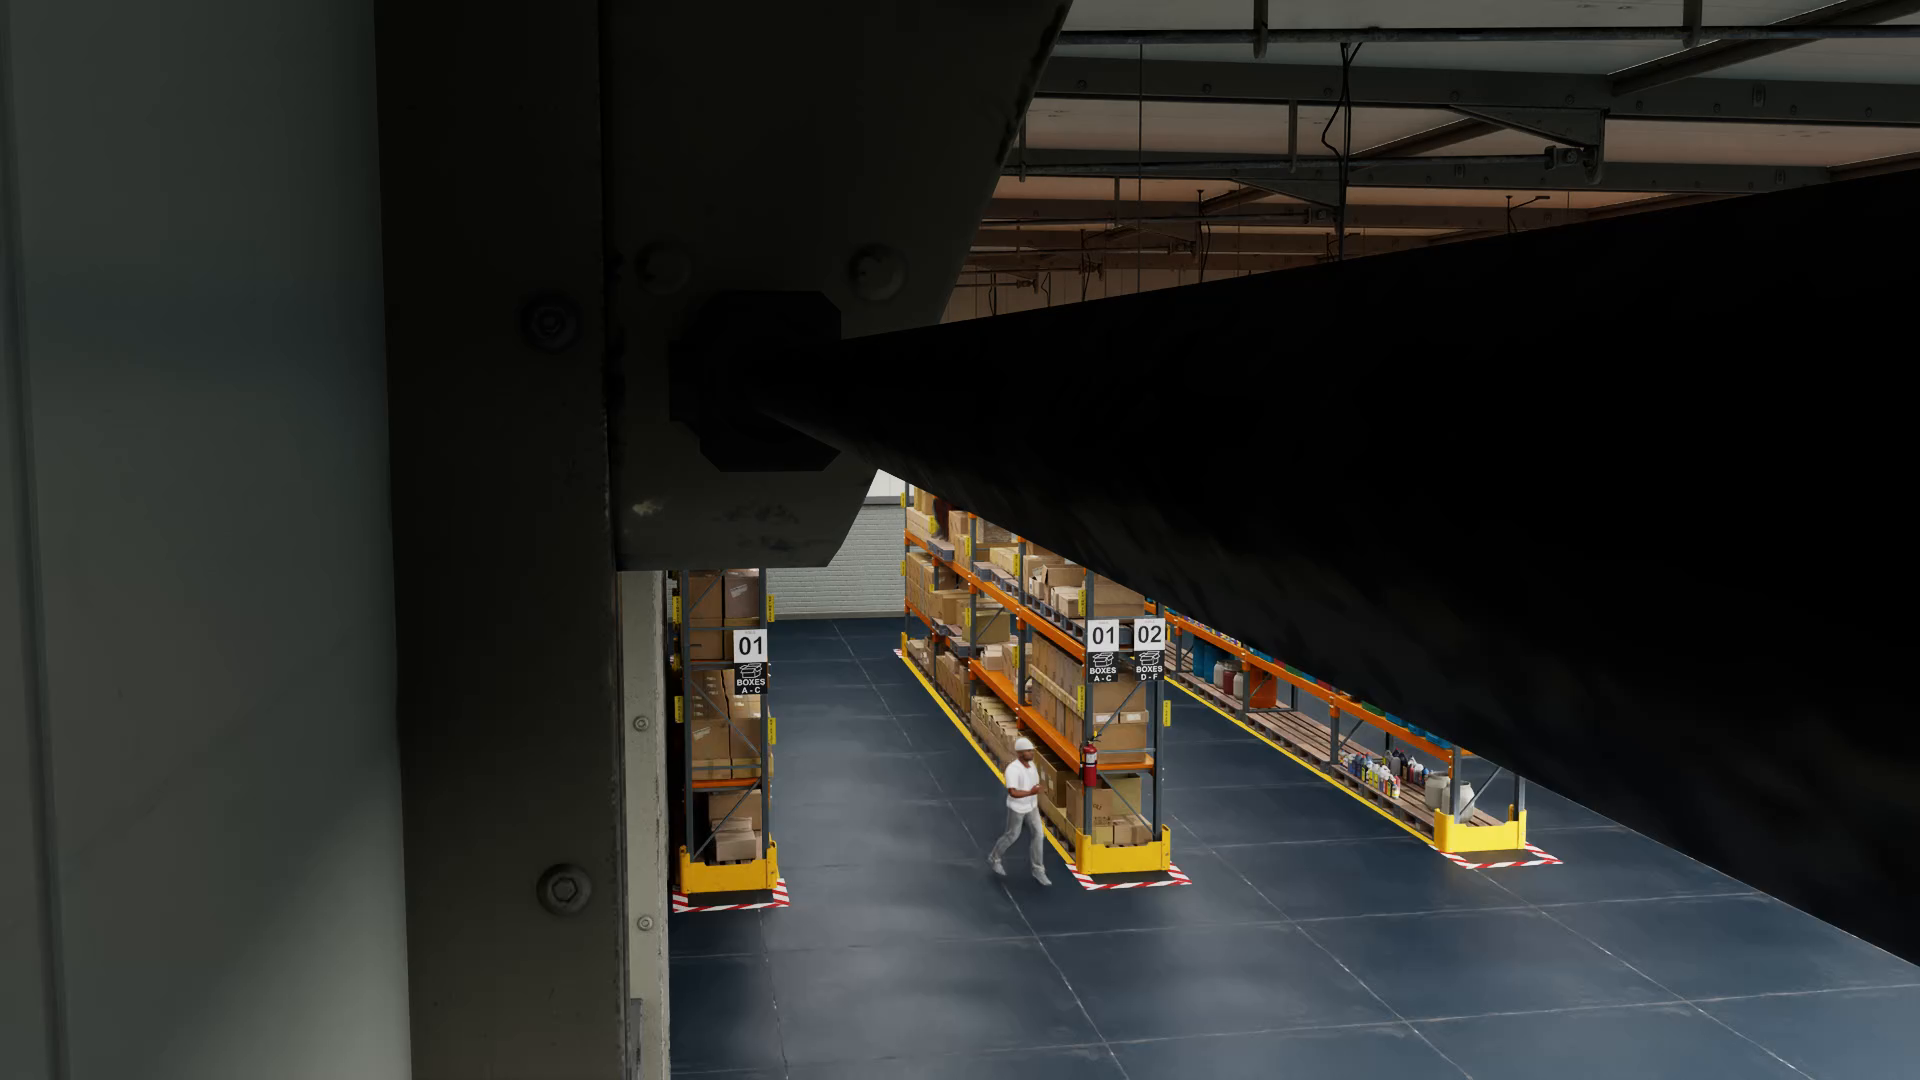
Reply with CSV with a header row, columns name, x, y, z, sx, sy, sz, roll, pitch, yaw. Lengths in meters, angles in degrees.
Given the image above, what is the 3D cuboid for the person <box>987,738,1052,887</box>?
name,x,y,z,sx,sy,sz,roll,pitch,yaw
person,0.737,3.315,20.444,0.897,1.803,0.681,5,8,39
